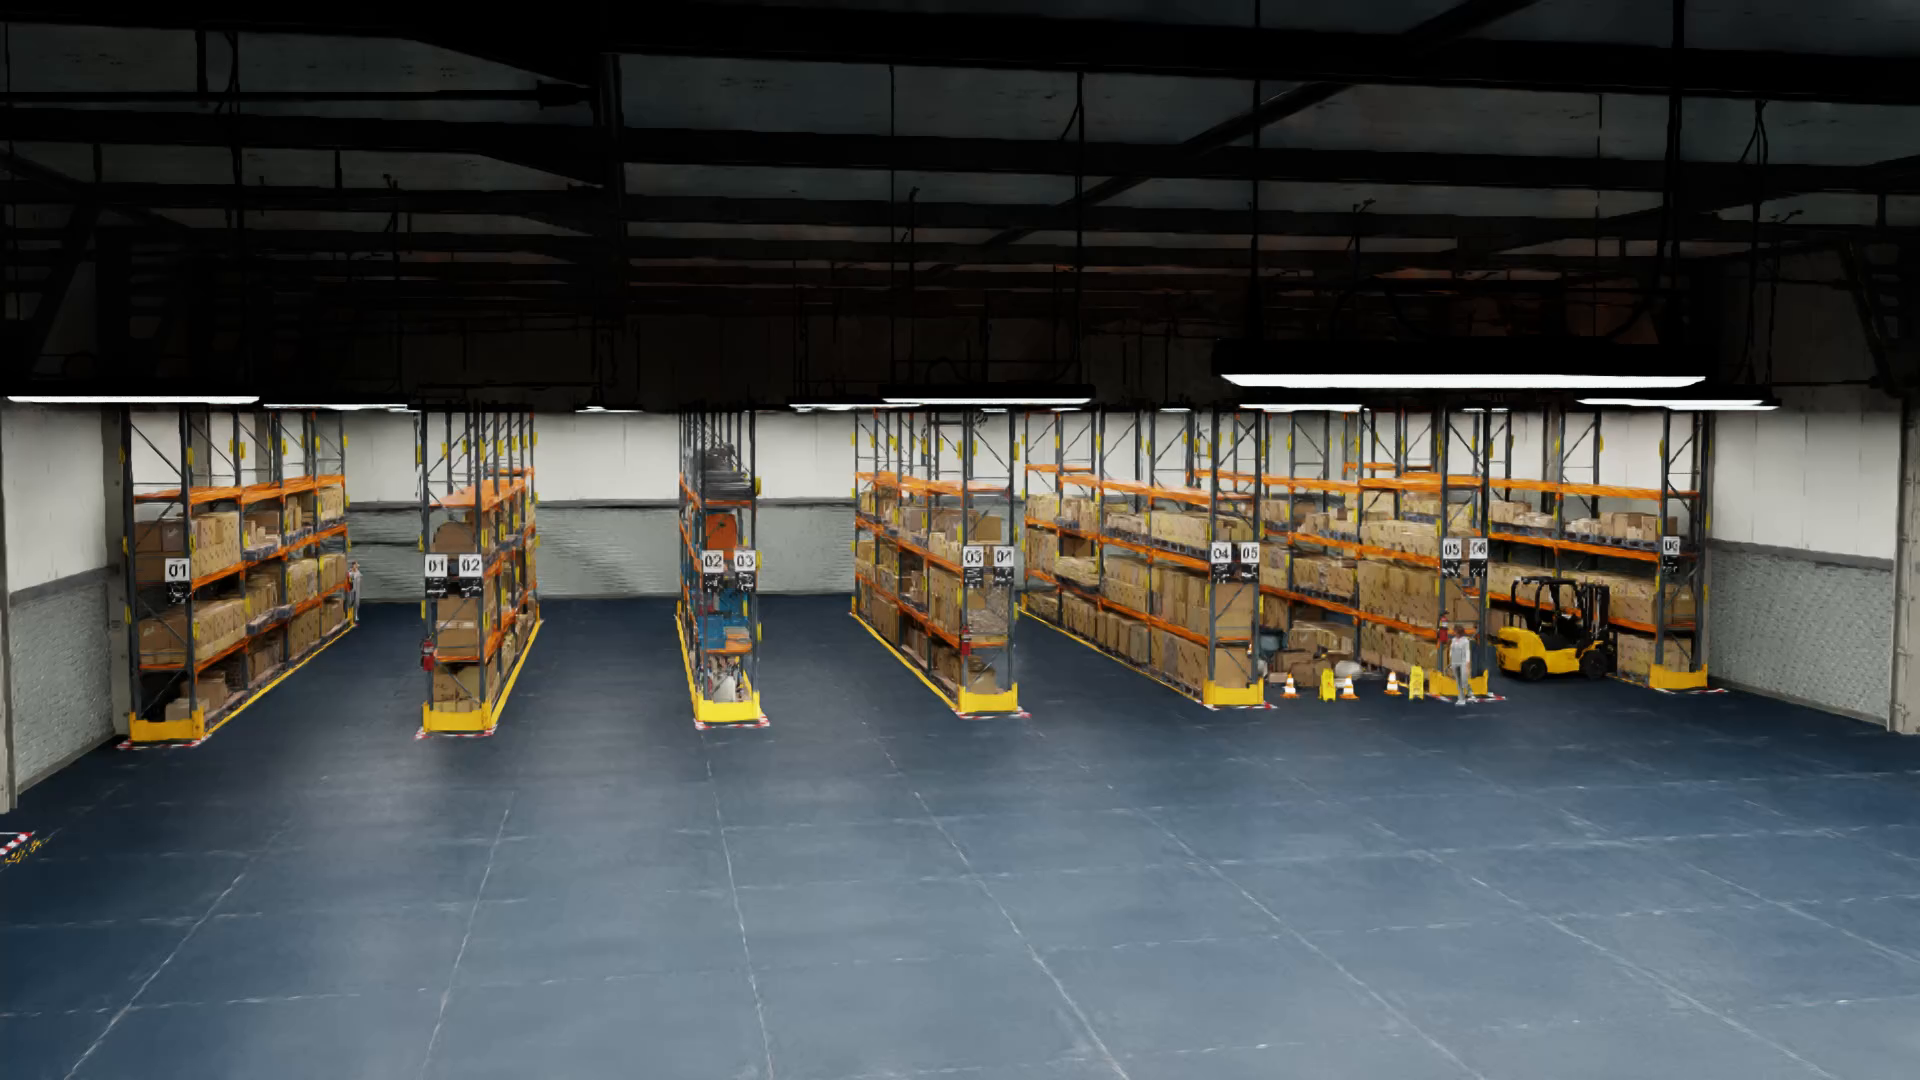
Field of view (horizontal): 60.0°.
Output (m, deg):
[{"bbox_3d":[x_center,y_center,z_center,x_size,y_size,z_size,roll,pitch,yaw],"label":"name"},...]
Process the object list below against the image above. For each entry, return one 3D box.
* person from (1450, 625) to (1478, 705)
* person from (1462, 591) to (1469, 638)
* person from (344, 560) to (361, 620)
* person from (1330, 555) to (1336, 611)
[{"bbox_3d":[9.890,2.455,32.667,0.425,1.590,0.561,-4,6,-40],"label":"person"},{"bbox_3d":[11.328,2.006,37.705,0.497,1.731,0.588,2,5,19],"label":"person"},{"bbox_3d":[-17.015,1.393,46.488,0.535,1.659,0.503,4,6,43],"label":"person"},{"bbox_3d":[10.712,1.221,48.547,0.558,1.663,0.659,0,4,-6],"label":"person"}]
